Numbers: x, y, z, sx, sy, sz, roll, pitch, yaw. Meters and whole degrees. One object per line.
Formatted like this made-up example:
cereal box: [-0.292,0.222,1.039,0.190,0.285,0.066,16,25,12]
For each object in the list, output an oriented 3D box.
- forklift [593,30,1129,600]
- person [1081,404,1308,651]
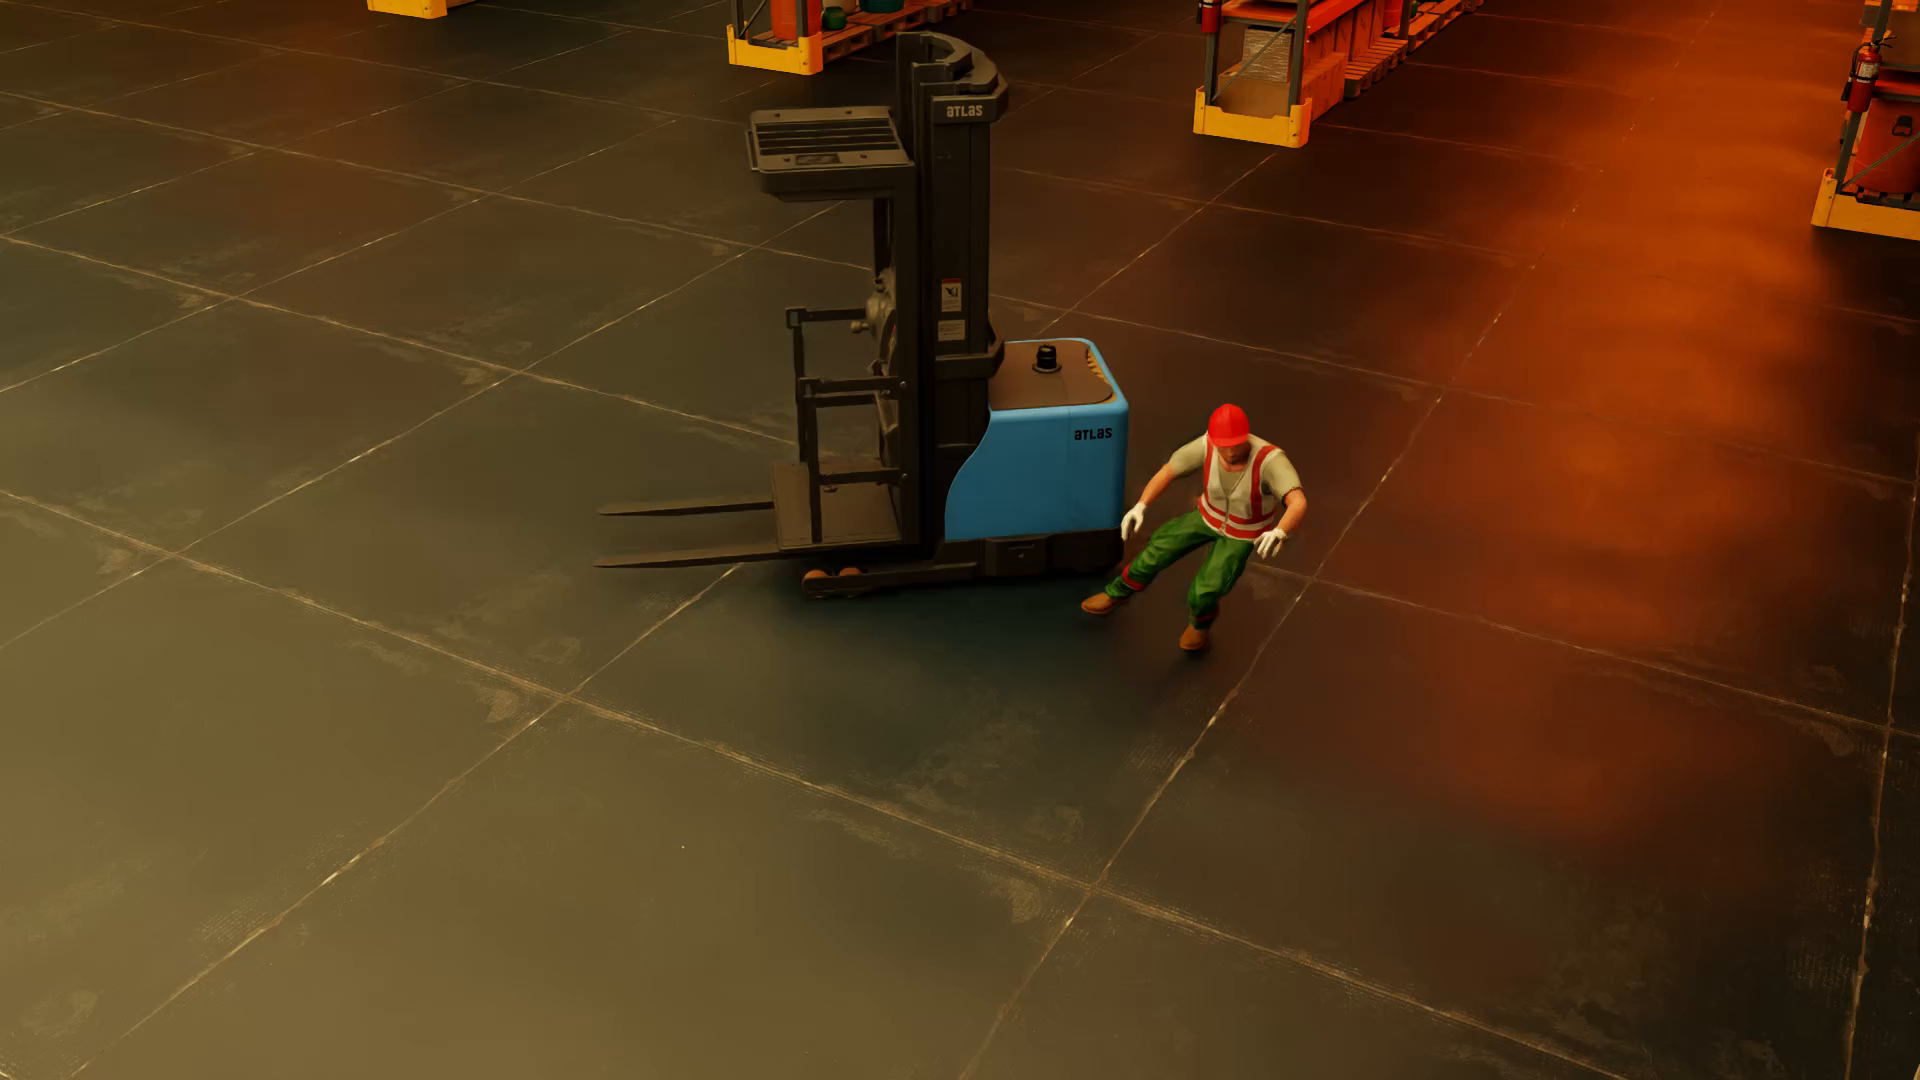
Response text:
forklift: [-0.610,-1.213,9.173,3.031,2.935,1.130,-4,30,-8]
person: [1.175,-0.031,8.495,1.224,1.507,0.905,17,34,27]
